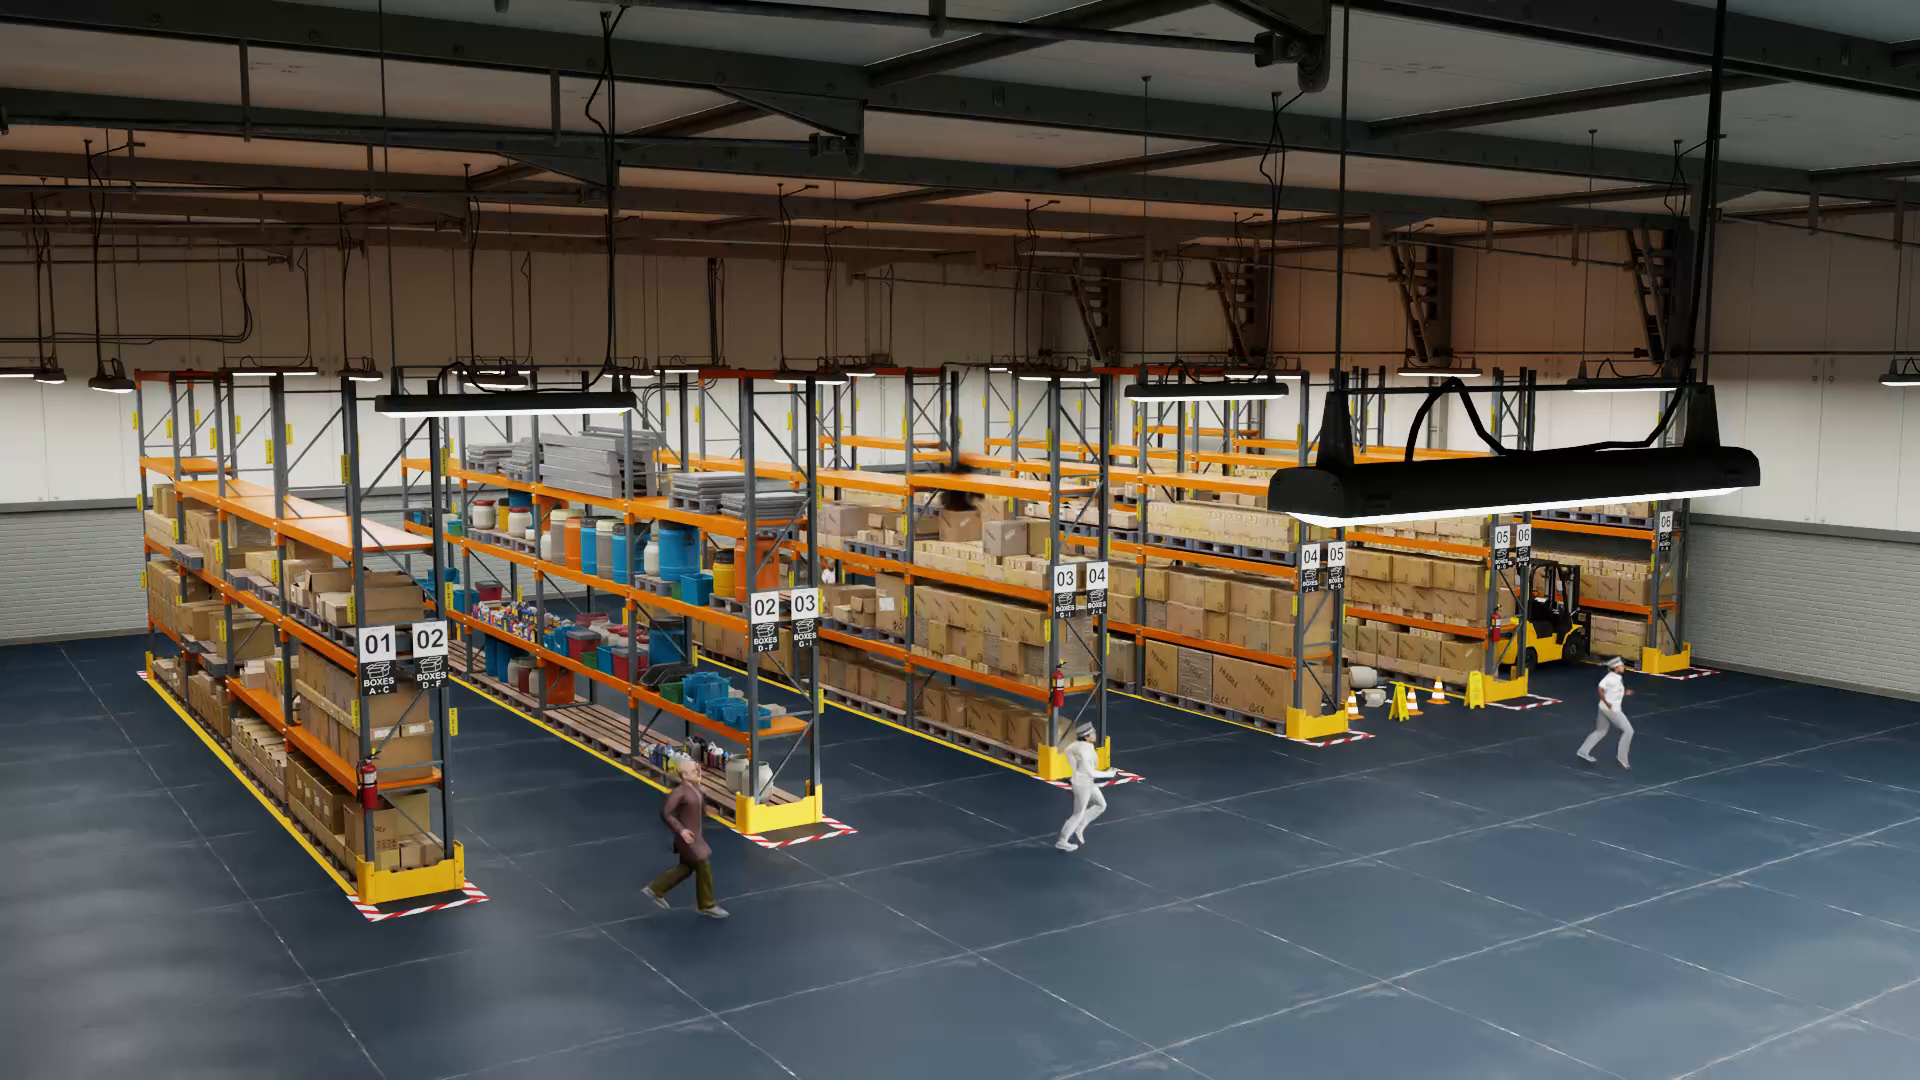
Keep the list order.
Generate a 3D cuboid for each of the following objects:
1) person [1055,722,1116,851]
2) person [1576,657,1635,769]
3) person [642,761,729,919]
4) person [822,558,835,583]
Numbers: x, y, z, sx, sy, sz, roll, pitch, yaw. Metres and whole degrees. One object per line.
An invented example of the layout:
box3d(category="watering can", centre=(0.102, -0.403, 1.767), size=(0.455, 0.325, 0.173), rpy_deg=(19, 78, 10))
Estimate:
box3d(category="person", centre=(1.593, 3.109, 21.157), size=(0.762, 1.648, 0.634), rpy_deg=(0, 6, 0))
box3d(category="person", centre=(9.888, 2.640, 25.466), size=(0.811, 1.751, 0.551), rpy_deg=(1, 7, 9))
box3d(category="person", centre=(-3.083, 3.351, 18.636), size=(0.973, 1.792, 0.684), rpy_deg=(0, 6, -2))
box3d(category="person", centre=(-2.842, 1.233, 37.358), size=(0.682, 1.732, 0.800), rpy_deg=(-3, 7, -24))
